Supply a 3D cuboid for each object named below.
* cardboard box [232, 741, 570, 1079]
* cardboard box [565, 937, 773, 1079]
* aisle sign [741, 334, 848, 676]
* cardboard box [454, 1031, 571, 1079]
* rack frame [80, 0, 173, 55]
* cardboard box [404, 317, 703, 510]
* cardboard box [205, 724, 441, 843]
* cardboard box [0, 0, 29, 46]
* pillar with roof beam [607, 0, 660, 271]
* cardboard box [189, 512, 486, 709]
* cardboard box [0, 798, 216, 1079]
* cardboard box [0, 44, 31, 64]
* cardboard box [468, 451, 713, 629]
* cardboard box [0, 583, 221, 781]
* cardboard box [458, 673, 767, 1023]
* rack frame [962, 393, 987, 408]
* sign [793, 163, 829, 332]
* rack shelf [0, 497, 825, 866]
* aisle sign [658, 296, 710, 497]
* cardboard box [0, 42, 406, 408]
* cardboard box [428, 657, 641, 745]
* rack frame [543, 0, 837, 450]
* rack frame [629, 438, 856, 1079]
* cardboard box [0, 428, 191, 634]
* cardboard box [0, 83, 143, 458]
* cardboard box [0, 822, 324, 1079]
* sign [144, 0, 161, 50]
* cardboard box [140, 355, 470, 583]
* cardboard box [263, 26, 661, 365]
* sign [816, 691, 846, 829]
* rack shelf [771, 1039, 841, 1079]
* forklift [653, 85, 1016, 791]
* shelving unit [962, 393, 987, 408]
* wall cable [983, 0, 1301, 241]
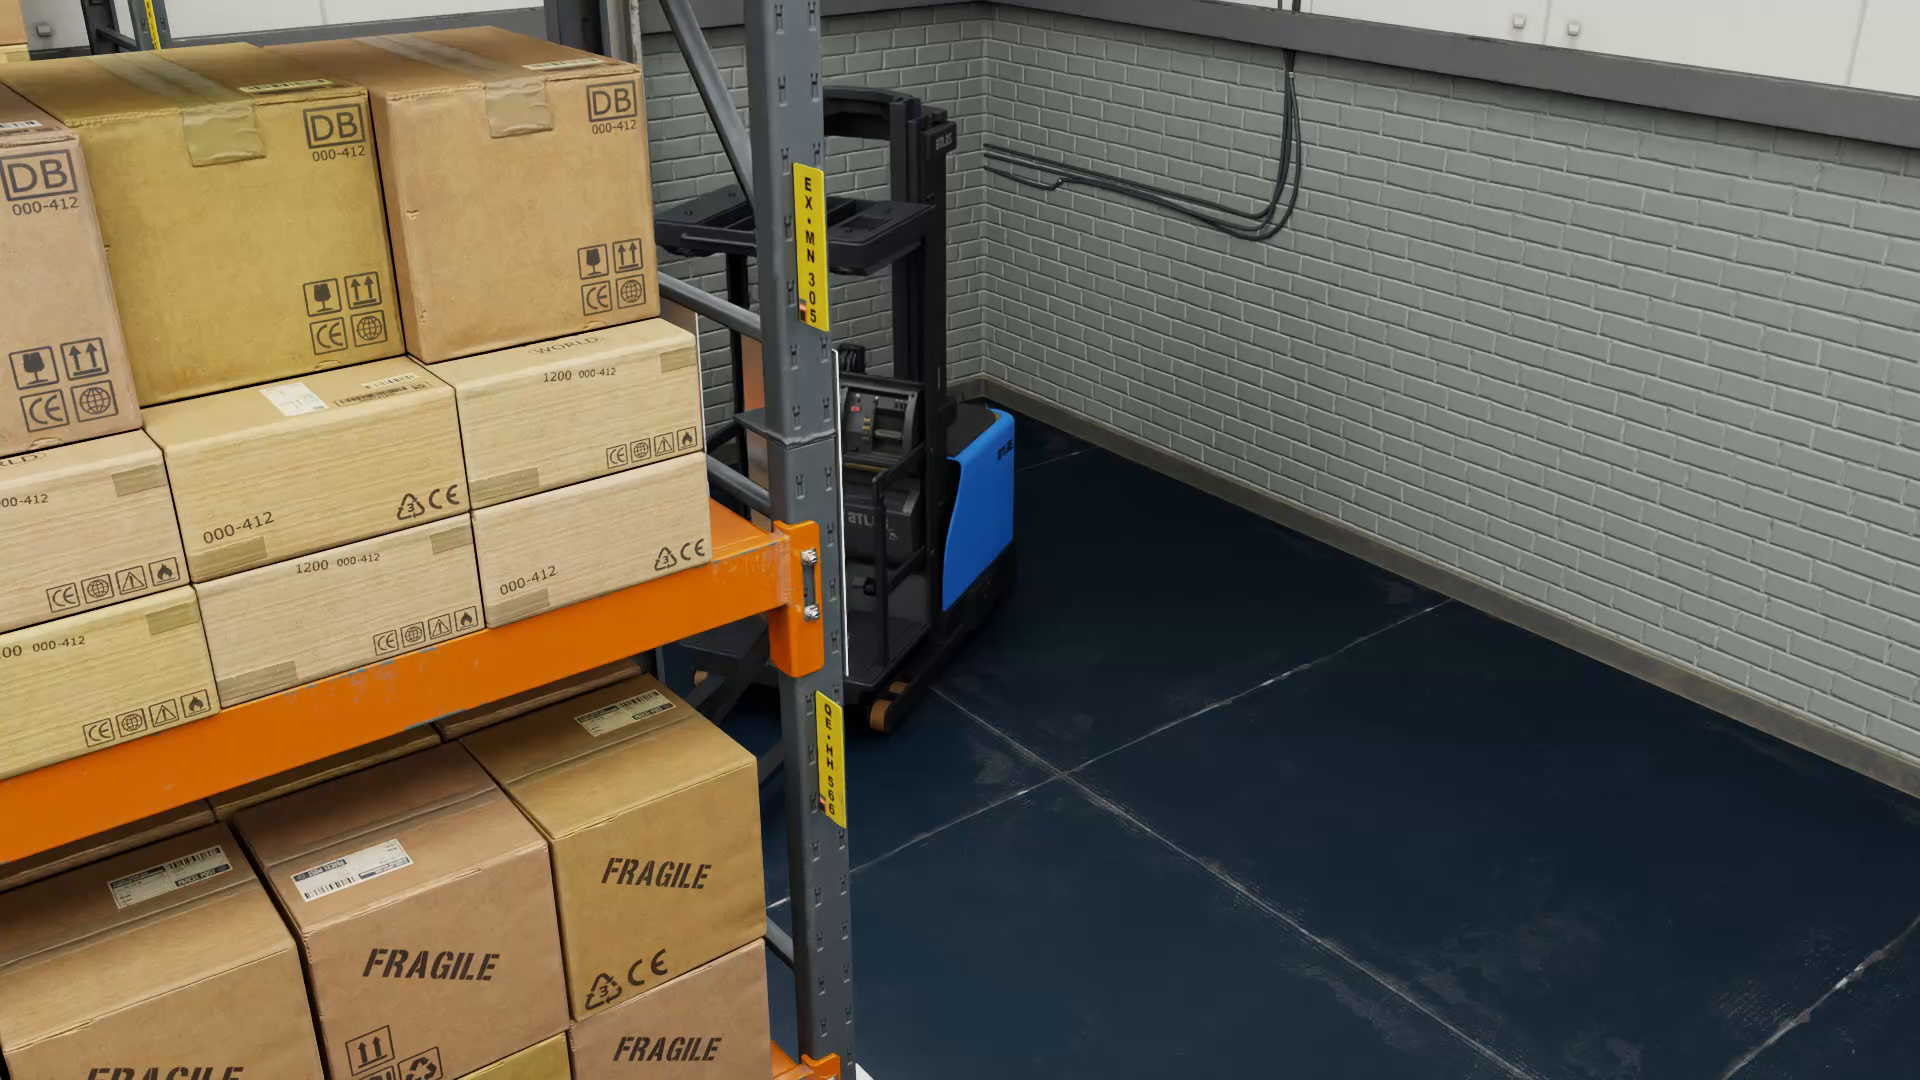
[{"bbox_3d":[-1.202,0.828,3.597,0.500,0.500,0.500,-17,30,-33],"label":"cardboard box"},{"bbox_3d":[-0.809,1.150,4.091,0.500,0.500,0.500,-17,30,-32],"label":"cardboard box"},{"bbox_3d":[-0.382,-0.107,3.829,0.004,0.787,0.394,-18,31,-34],"label":"aisle sign"},{"bbox_3d":[-1.215,1.286,3.798,0.500,0.500,0.500,-18,30,-34],"label":"cardboard box"},{"bbox_3d":[-3.684,-3.373,6.828,0.127,3.000,1.000,-18,31,-34],"label":"rack frame"},{"bbox_3d":[-0.872,-0.313,3.382,0.500,0.250,0.500,-18,31,-34],"label":"cardboard box"},{"bbox_3d":[-1.543,0.656,3.967,0.500,0.500,0.500,-18,30,-34],"label":"cardboard box"},{"bbox_3d":[-4.092,-2.240,6.619,0.500,0.500,0.500,-18,31,-34],"label":"cardboard box"},{"bbox_3d":[0.563,-2.935,5.884,0.400,9.000,9.100,-18,31,-34],"label":"pillar with roof beam"},{"bbox_3d":[-1.267,0.043,3.209,0.500,0.250,0.500,-18,31,-34],"label":"cardboard box"},{"bbox_3d":[-1.940,0.784,3.691,0.500,0.500,0.500,-18,30,-33],"label":"cardboard box"},{"bbox_3d":[-4.097,-1.902,6.782,0.500,0.250,0.500,-17,30,-33],"label":"cardboard box"},{"bbox_3d":[-0.866,-0.083,3.481,0.500,0.250,0.500,-18,31,-34],"label":"cardboard box"},{"bbox_3d":[-1.652,0.177,2.920,0.500,0.250,0.500,-18,31,-34],"label":"cardboard box"},{"bbox_3d":[-0.805,0.696,3.880,0.500,0.500,0.500,-19,31,-34],"label":"cardboard box"},{"bbox_3d":[0.086,-0.437,10.122,0.006,0.900,0.240,-18,31,-34],"label":"rack frame"},{"bbox_3d":[-0.298,-0.585,3.332,0.005,0.325,0.100,-18,31,-34],"label":"sign"},{"bbox_3d":[-2.199,0.474,2.958,4.000,0.370,1.077,-18,31,-34],"label":"rack shelf"},{"bbox_3d":[-0.752,-0.306,4.258,0.004,0.787,0.394,-18,31,-34],"label":"aisle sign"},{"bbox_3d":[-1.465,-0.630,3.175,0.500,0.500,0.700,-18,31,-34],"label":"cardboard box"},{"bbox_3d":[-1.137,0.517,4.265,0.500,0.500,0.500,-17,30,-33],"label":"cardboard box"},{"bbox_3d":[-0.625,-1.733,3.294,0.127,3.000,1.000,-18,31,-34],"label":"rack frame"},{"bbox_3d":[-0.625,0.988,4.557,0.127,3.000,1.000,-18,31,-34],"label":"rack frame"},{"bbox_3d":[-1.661,-0.054,2.825,0.500,0.250,0.500,-18,31,-34],"label":"cardboard box"},{"bbox_3d":[-1.792,-0.465,2.819,0.500,0.500,0.700,-18,31,-34],"label":"cardboard box"},{"bbox_3d":[-1.607,0.964,3.303,0.500,0.500,0.500,-17,30,-33],"label":"cardboard box"},{"bbox_3d":[-3.361,-2.195,6.895,0.005,0.325,0.100,-18,31,-34],"label":"sign"},{"bbox_3d":[-1.265,-0.183,3.102,0.500,0.250,0.500,-18,31,-34],"label":"cardboard box"},{"bbox_3d":[-1.019,-0.732,3.395,0.500,0.500,0.700,-18,31,-34],"label":"cardboard box"},{"bbox_3d":[-0.298,0.509,3.839,0.005,0.325,0.100,-18,31,-34],"label":"sign"},{"bbox_3d":[-2.199,1.834,3.589,4.000,0.370,1.077,-18,31,-34],"label":"rack shelf"},{"bbox_3d":[-0.725,-0.582,8.023,1.130,2.935,3.031,10,27,21],"label":"forklift"},{"bbox_3d":[0.006,-0.410,10.065,0.210,0.900,0.258,-18,31,-34],"label":"shelving unit"},{"bbox_3d":[0.987,-3.315,10.392,0.112,2.526,3.097,-18,31,-34],"label":"wall cable"}]
